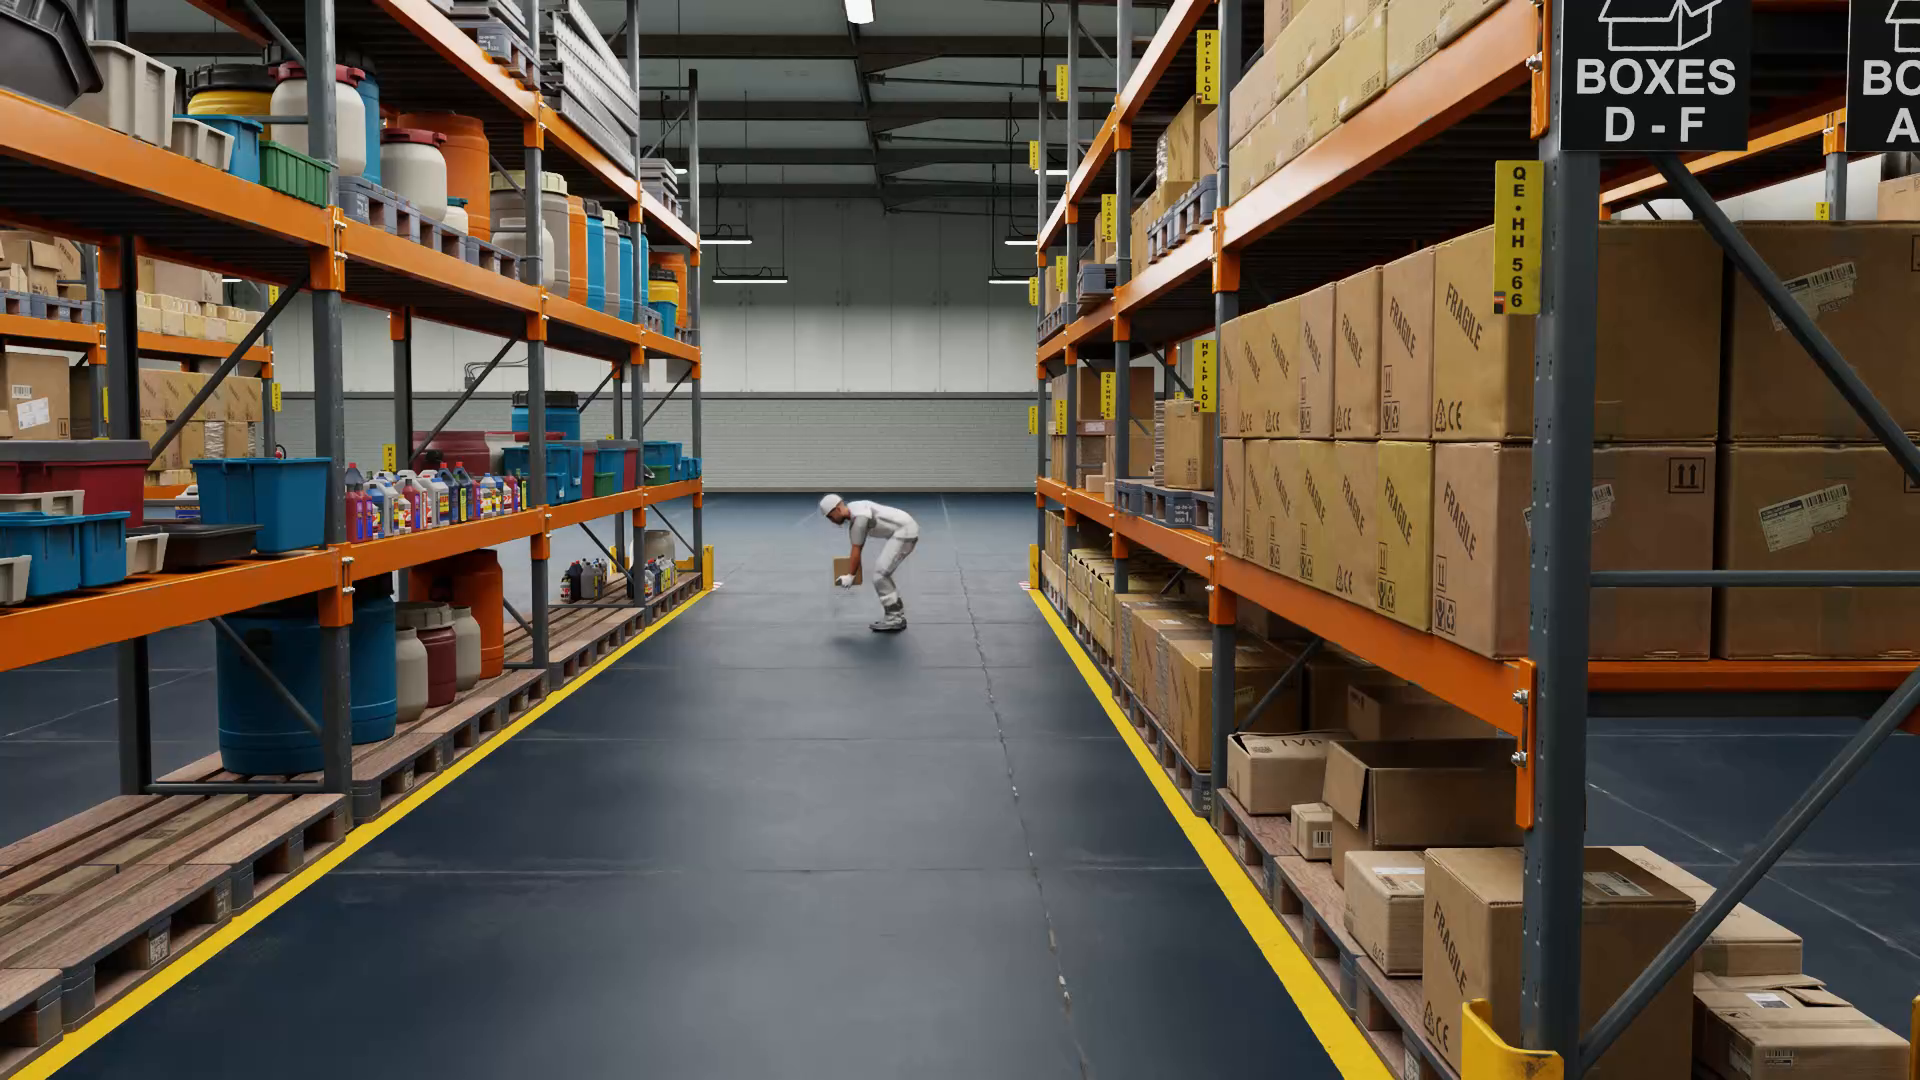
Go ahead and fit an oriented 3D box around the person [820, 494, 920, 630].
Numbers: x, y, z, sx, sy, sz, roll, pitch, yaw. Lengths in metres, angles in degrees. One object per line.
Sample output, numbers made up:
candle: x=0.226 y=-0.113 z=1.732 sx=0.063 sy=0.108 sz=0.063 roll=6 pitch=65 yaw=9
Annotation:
person: x=-0.833 y=0.202 z=15.447 sx=0.927 sy=1.258 sz=0.501 roll=0 pitch=4 yaw=-4
